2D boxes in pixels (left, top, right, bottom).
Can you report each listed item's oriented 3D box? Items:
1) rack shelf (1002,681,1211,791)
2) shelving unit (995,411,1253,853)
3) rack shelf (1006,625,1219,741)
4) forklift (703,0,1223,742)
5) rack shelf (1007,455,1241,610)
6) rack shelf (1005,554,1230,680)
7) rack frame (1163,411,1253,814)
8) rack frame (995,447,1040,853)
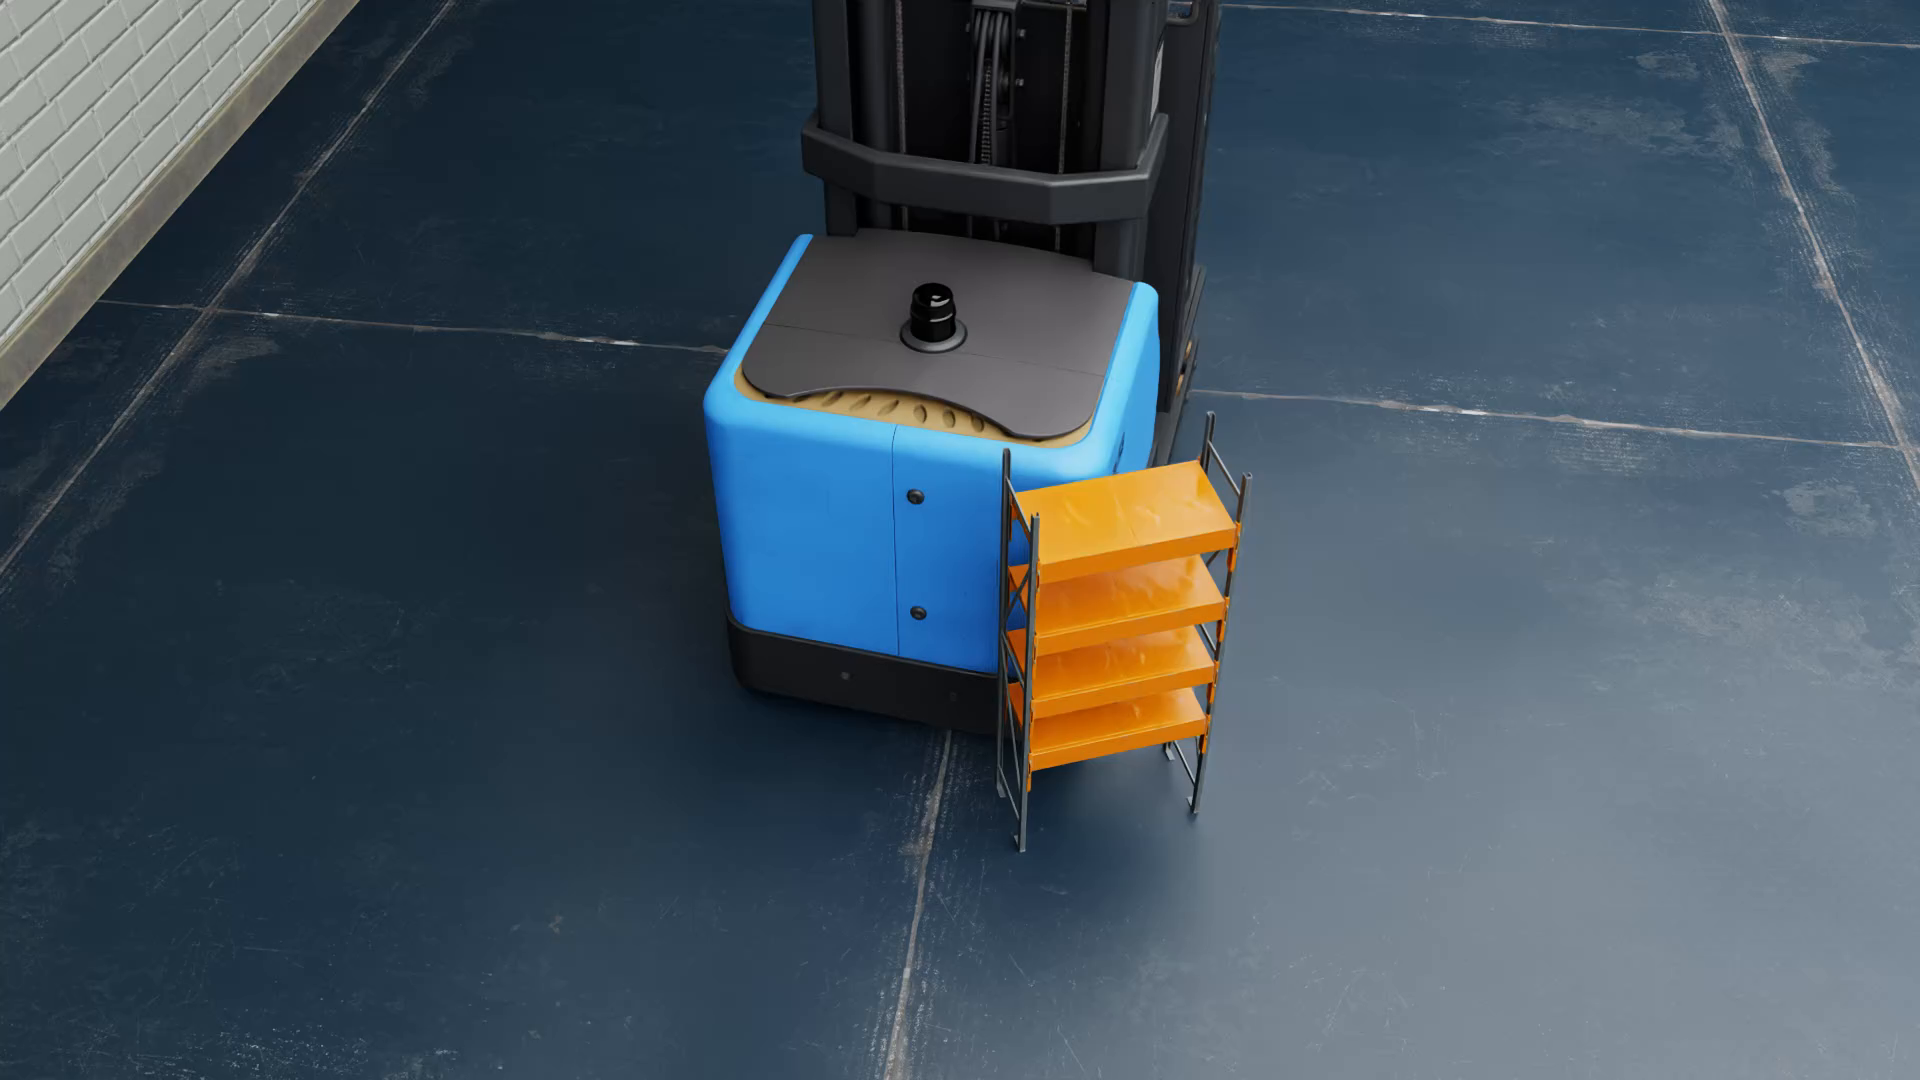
[{"bbox_3d":[0.369,0.457,4.281,0.480,0.148,0.258,-11,44,-11],"label":"rack shelf"},{"bbox_3d":[0.369,0.264,4.098,0.503,1.200,0.258,-11,44,-11],"label":"shelving unit"},{"bbox_3d":[0.369,0.313,4.145,0.480,0.148,0.258,-11,44,-11],"label":"rack shelf"},{"bbox_3d":[0.210,-1.525,4.729,1.130,2.935,3.031,10,44,10],"label":"forklift"},{"bbox_3d":[0.369,-0.021,3.828,0.480,0.148,0.258,-11,44,-11],"label":"rack shelf"},{"bbox_3d":[0.369,0.150,3.991,0.480,0.148,0.258,-11,44,-11],"label":"rack shelf"},{"bbox_3d":[0.604,0.220,4.145,0.015,1.200,0.240,-11,44,-11],"label":"rack frame"},{"bbox_3d":[0.133,0.308,4.052,0.015,1.200,0.240,-11,44,-11],"label":"rack frame"}]
